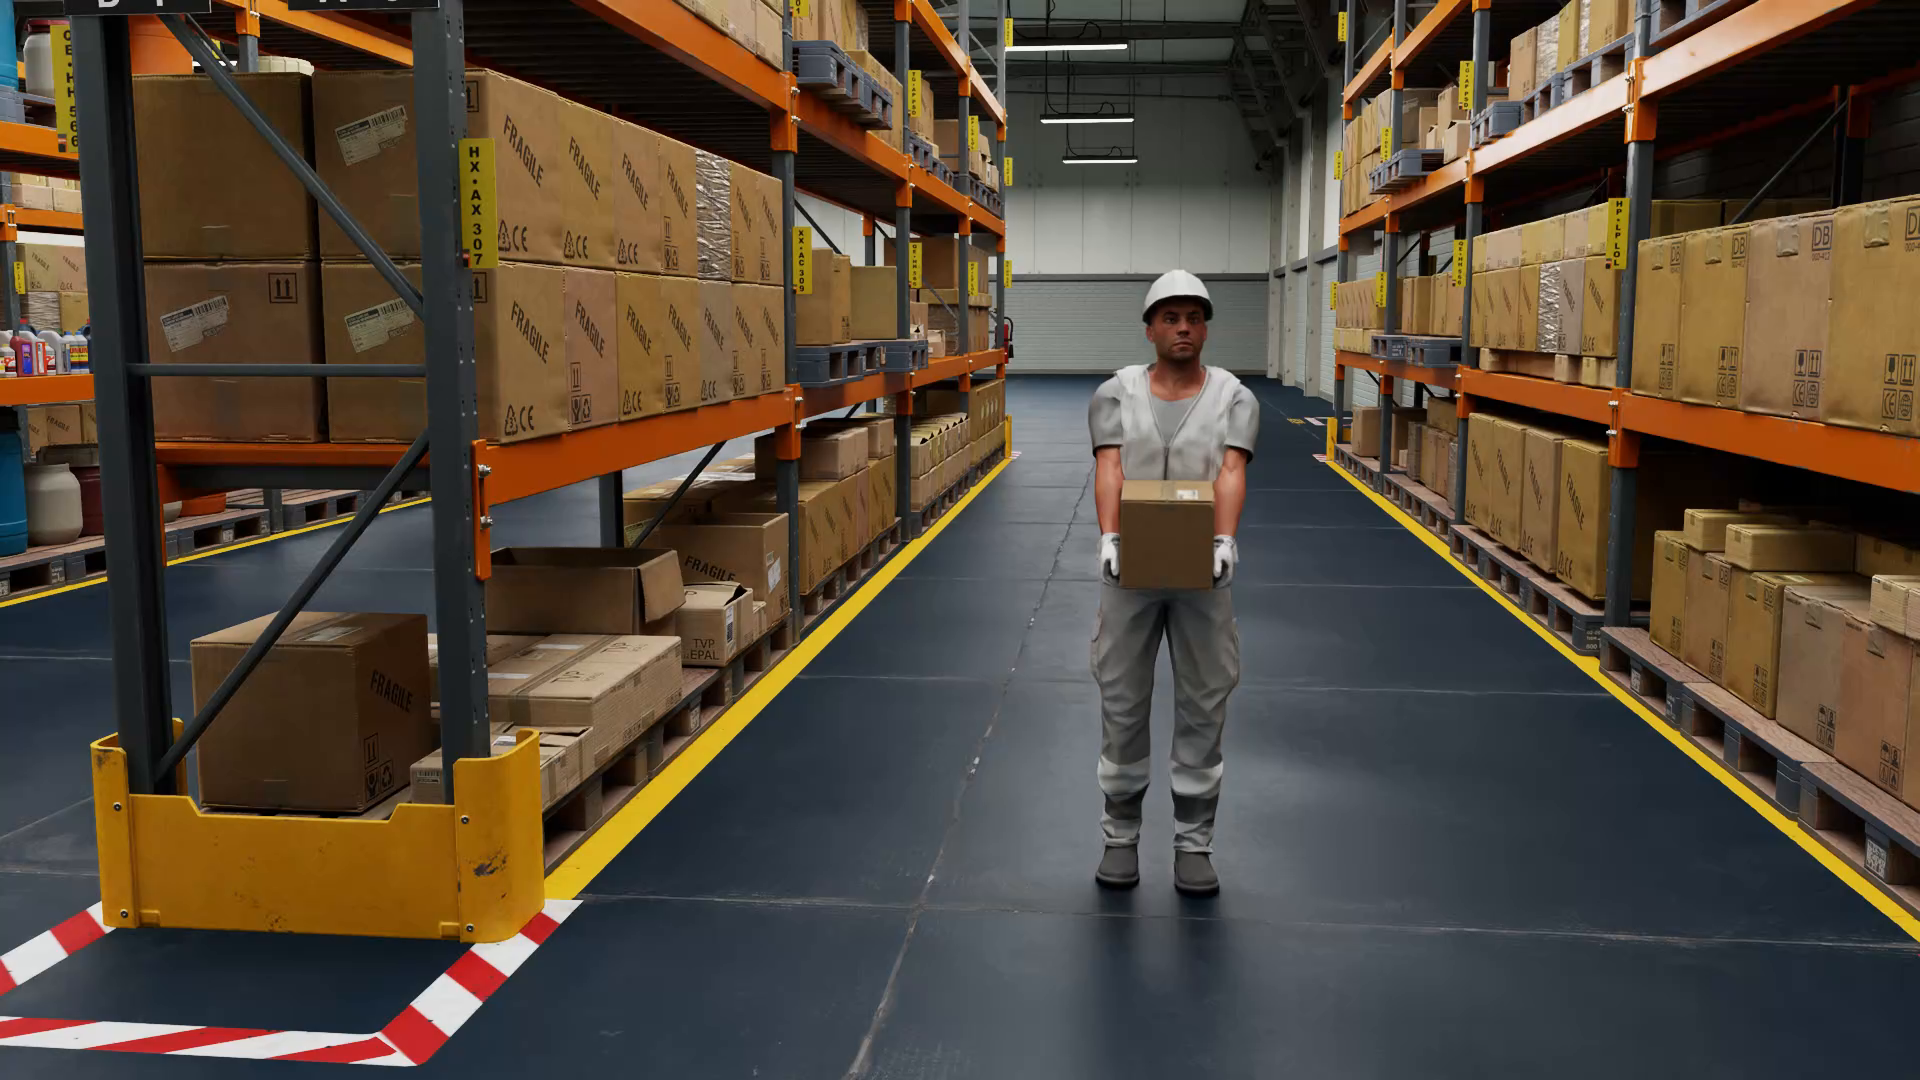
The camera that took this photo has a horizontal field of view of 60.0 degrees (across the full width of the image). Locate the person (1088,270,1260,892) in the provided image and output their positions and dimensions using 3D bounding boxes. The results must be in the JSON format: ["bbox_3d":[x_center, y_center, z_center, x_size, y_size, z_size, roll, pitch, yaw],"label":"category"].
[{"bbox_3d":[0.606,0.123,4.775,0.494,1.784,0.554,1,8,7],"label":"person"}]
